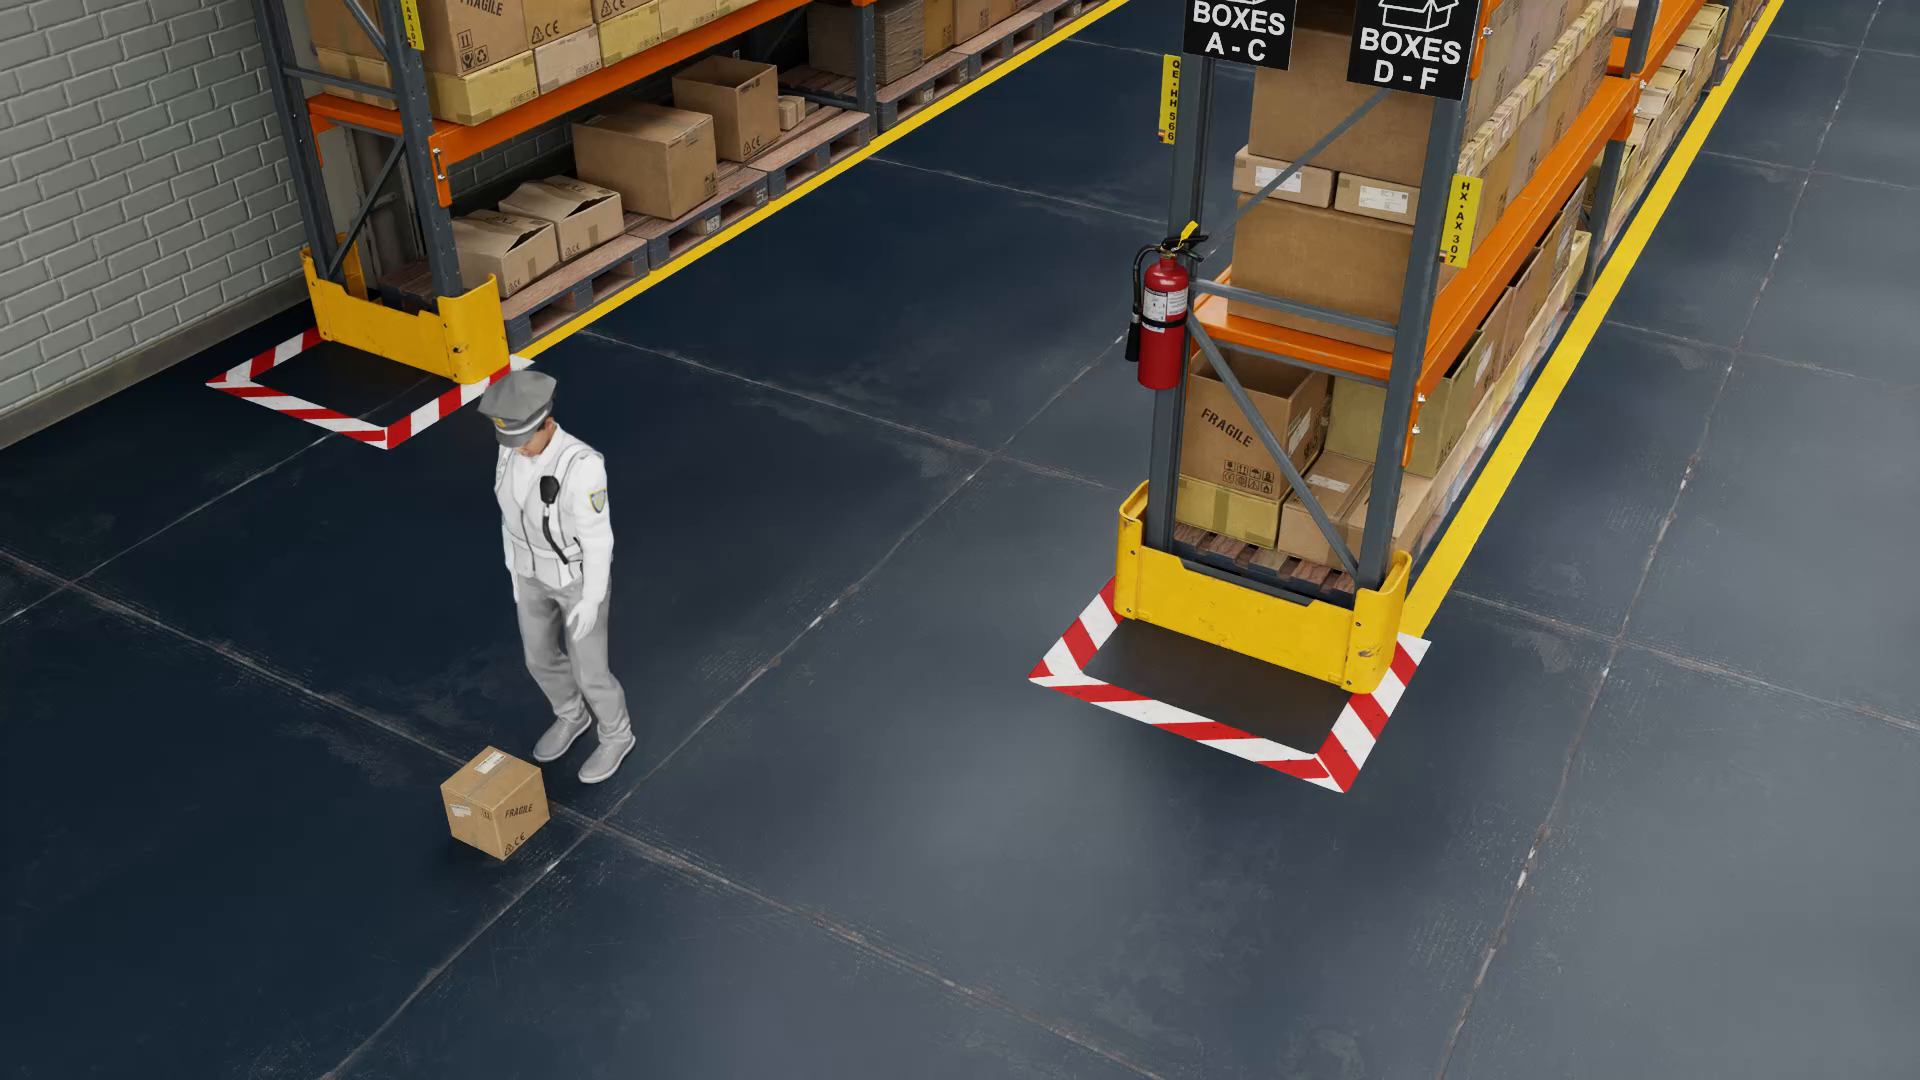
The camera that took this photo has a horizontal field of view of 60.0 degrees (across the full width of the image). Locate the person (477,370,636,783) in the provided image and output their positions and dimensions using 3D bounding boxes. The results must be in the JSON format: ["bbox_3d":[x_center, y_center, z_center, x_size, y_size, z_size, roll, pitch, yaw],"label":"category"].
[{"bbox_3d":[-1.420,0.149,5.942,0.482,1.655,0.366,19,39,25],"label":"person"}]
